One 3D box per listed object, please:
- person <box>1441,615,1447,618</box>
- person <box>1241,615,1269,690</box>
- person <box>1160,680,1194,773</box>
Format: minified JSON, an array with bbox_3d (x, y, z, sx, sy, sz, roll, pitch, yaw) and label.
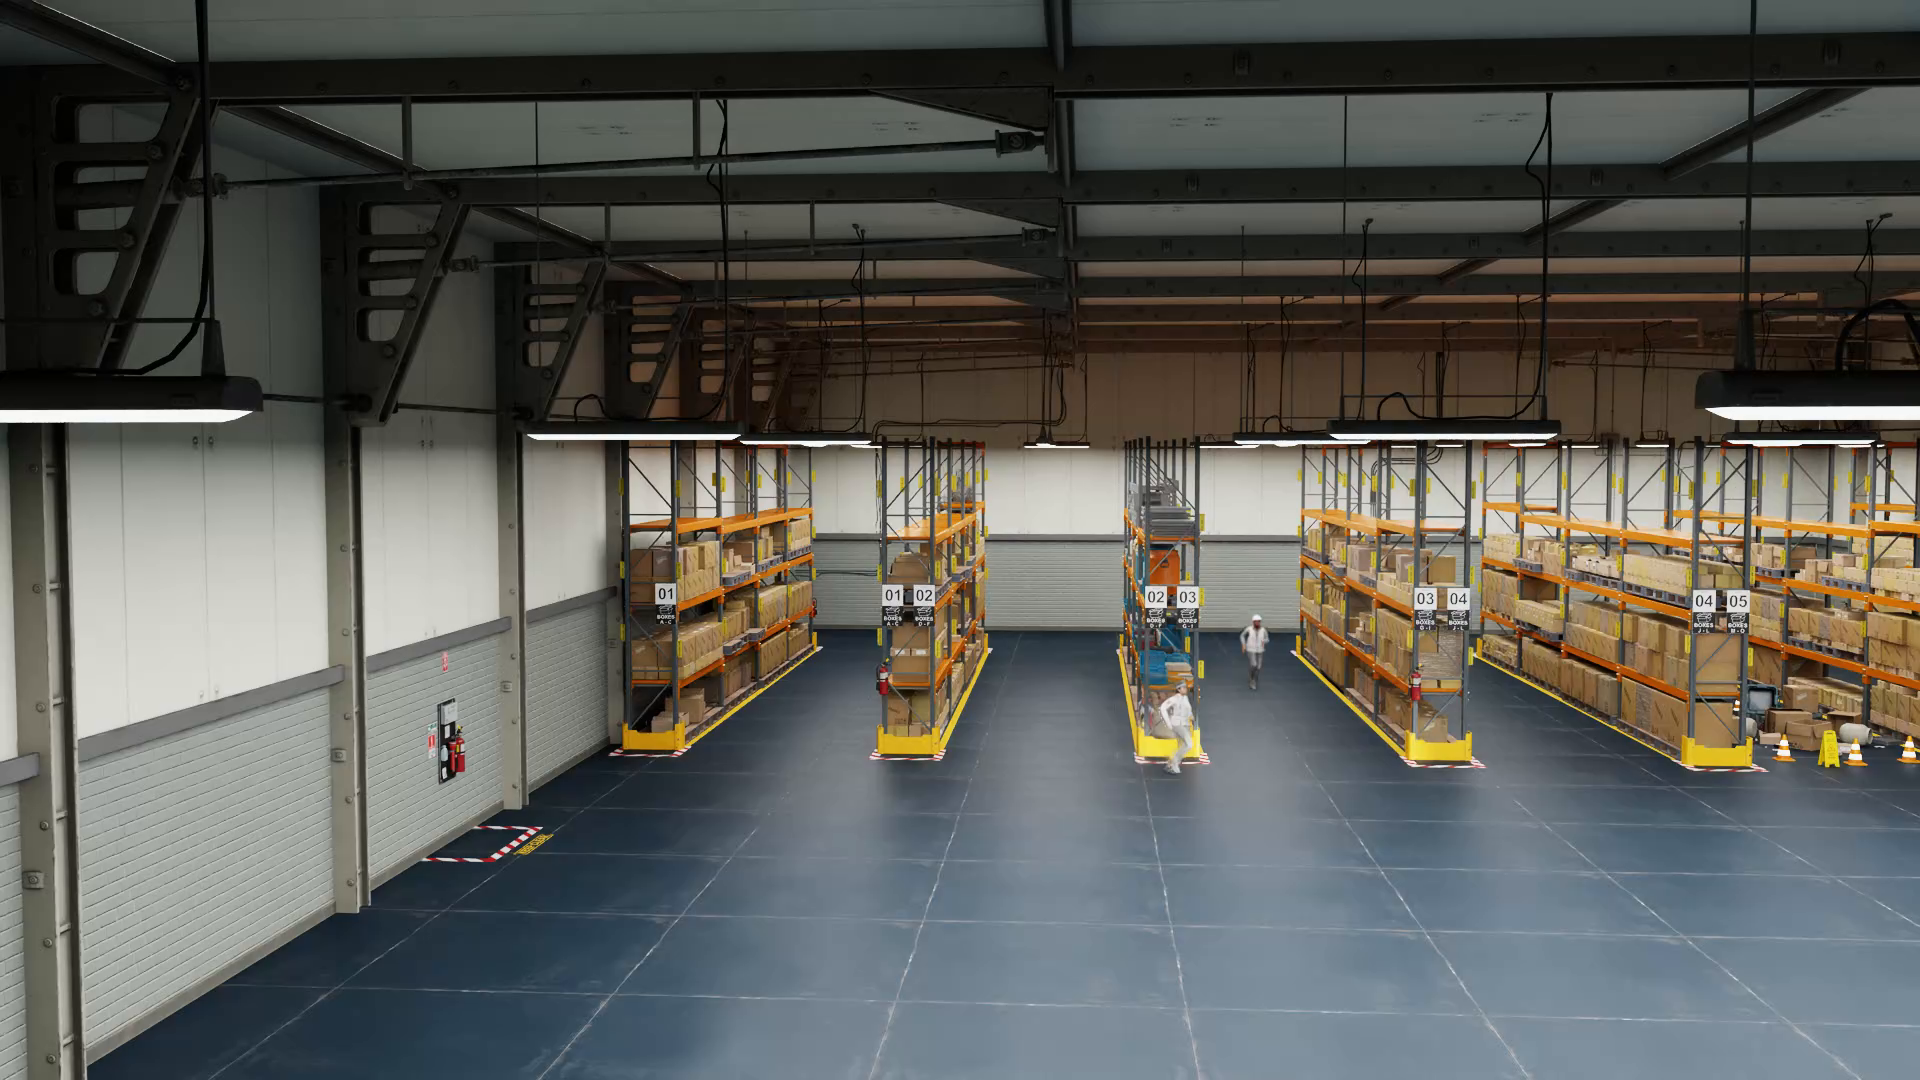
[{"bbox_3d":[13.297,2.439,46.777,0.766,1.547,0.587,2,4,33],"label":"person"},{"bbox_3d":[7.121,2.702,40.030,0.621,1.801,0.811,0,3,-6],"label":"person"},{"bbox_3d":[3.925,3.302,29.505,0.575,1.647,0.605,2,4,33],"label":"person"}]
